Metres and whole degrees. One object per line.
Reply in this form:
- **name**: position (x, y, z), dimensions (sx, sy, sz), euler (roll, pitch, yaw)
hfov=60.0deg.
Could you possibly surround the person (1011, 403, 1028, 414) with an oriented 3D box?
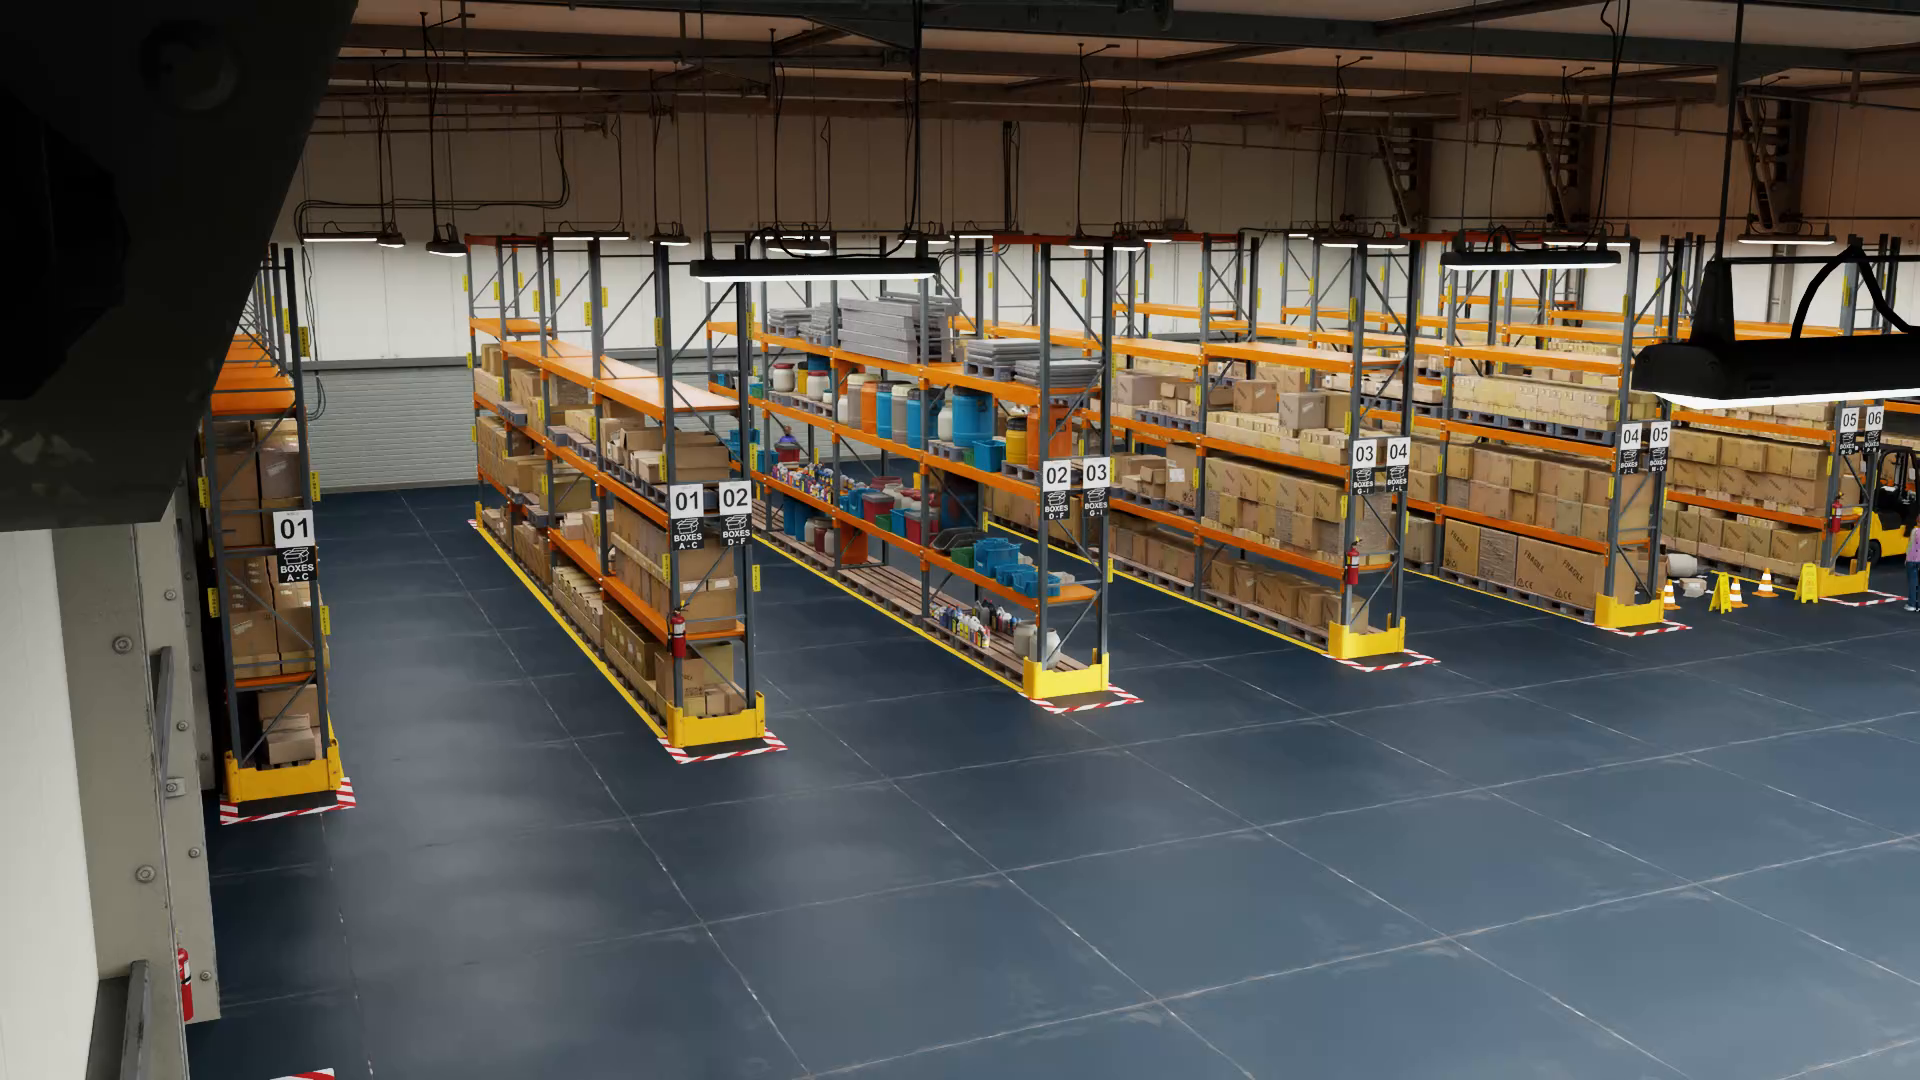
- **person**: position (1.569, -2.968, 43.924), dimensions (0.556, 1.582, 0.454), euler (-5, 12, -26)

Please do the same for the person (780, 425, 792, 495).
- **person**: position (-3.936, -1.815, 38.212), dimensions (0.416, 1.669, 0.470), euler (8, 13, 35)

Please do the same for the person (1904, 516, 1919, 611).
- **person**: position (15.565, 0.376, 26.966), dimensions (0.421, 1.593, 0.330), euler (2, 11, 12)
